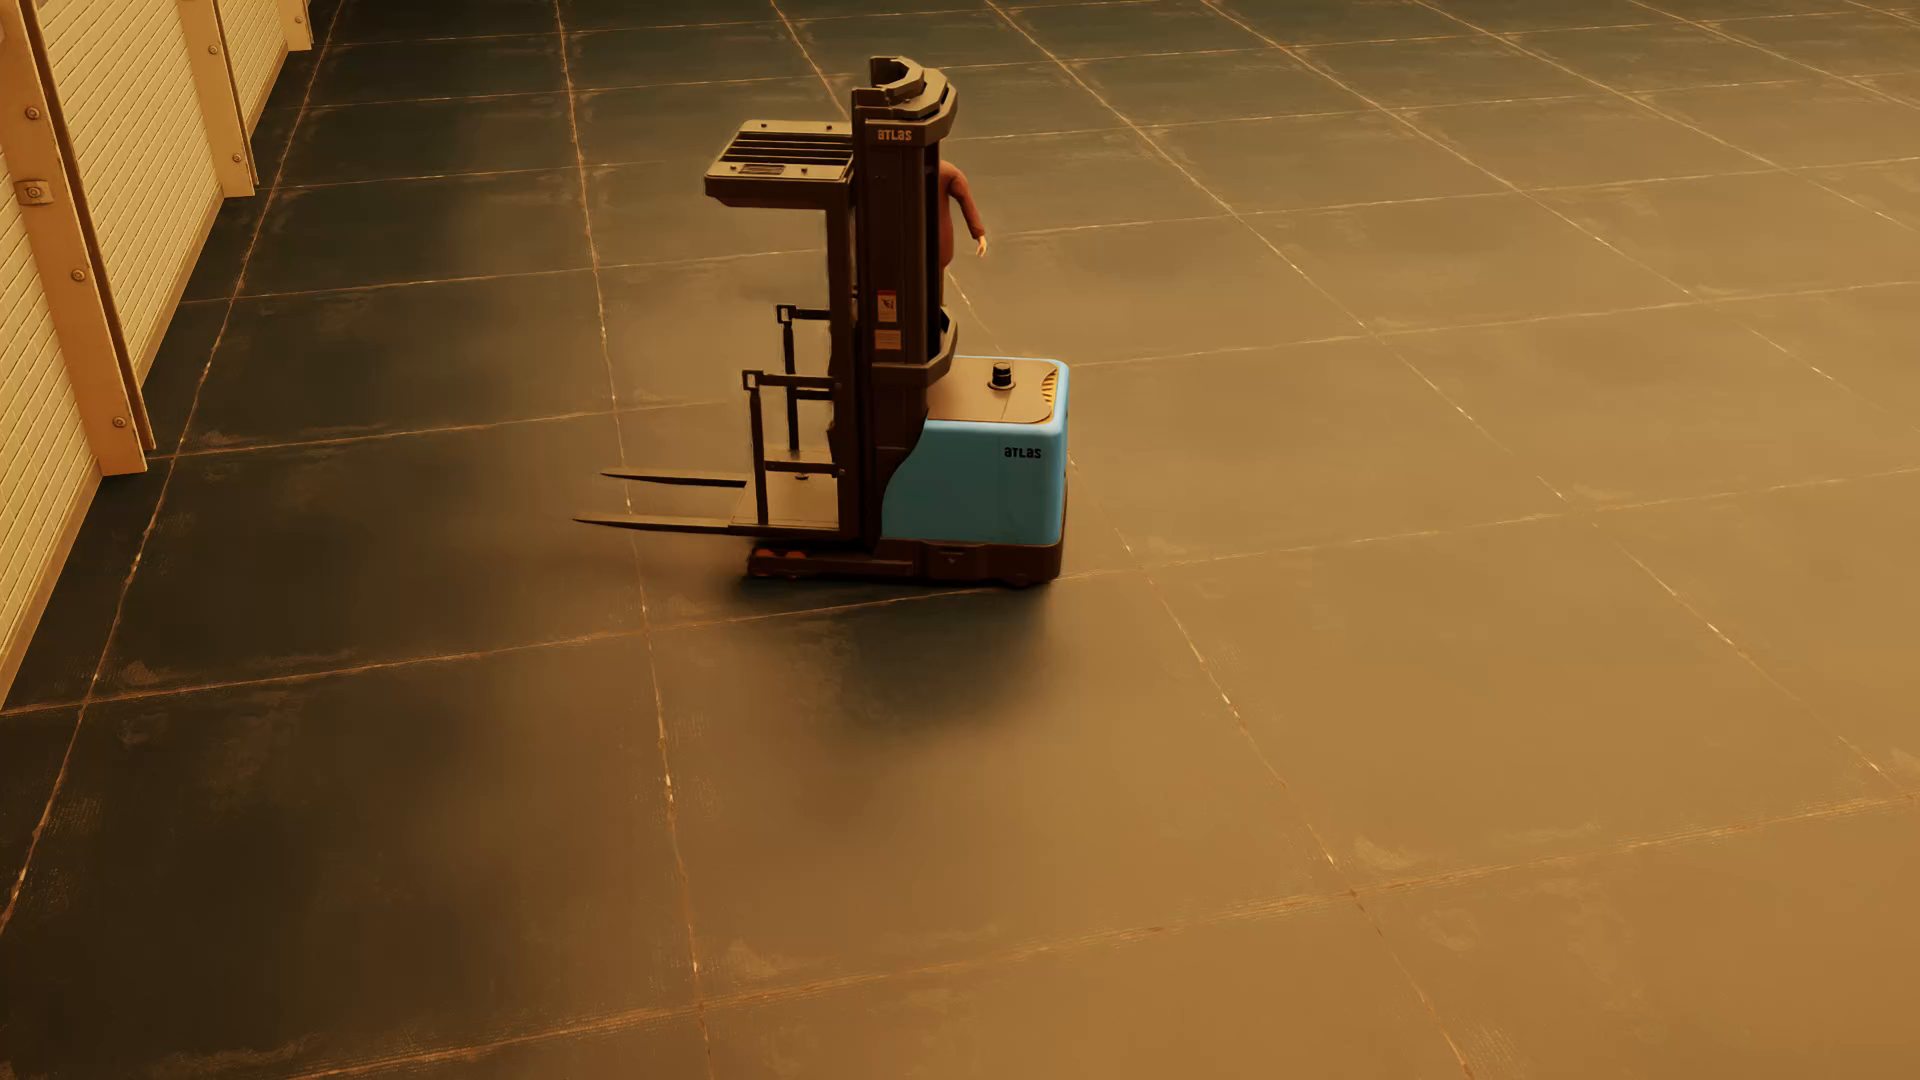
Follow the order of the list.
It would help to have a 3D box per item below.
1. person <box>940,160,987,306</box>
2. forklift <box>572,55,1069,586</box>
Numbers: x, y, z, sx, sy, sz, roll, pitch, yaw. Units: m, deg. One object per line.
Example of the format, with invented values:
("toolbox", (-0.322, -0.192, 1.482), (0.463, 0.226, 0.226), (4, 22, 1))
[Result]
("person", (-0.273, -2.331, 12.778), (0.913, 1.762, 0.746), (-5, 30, -8))
("forklift", (-0.863, -1.293, 9.808), (3.031, 2.935, 1.130), (3, 30, 5))
